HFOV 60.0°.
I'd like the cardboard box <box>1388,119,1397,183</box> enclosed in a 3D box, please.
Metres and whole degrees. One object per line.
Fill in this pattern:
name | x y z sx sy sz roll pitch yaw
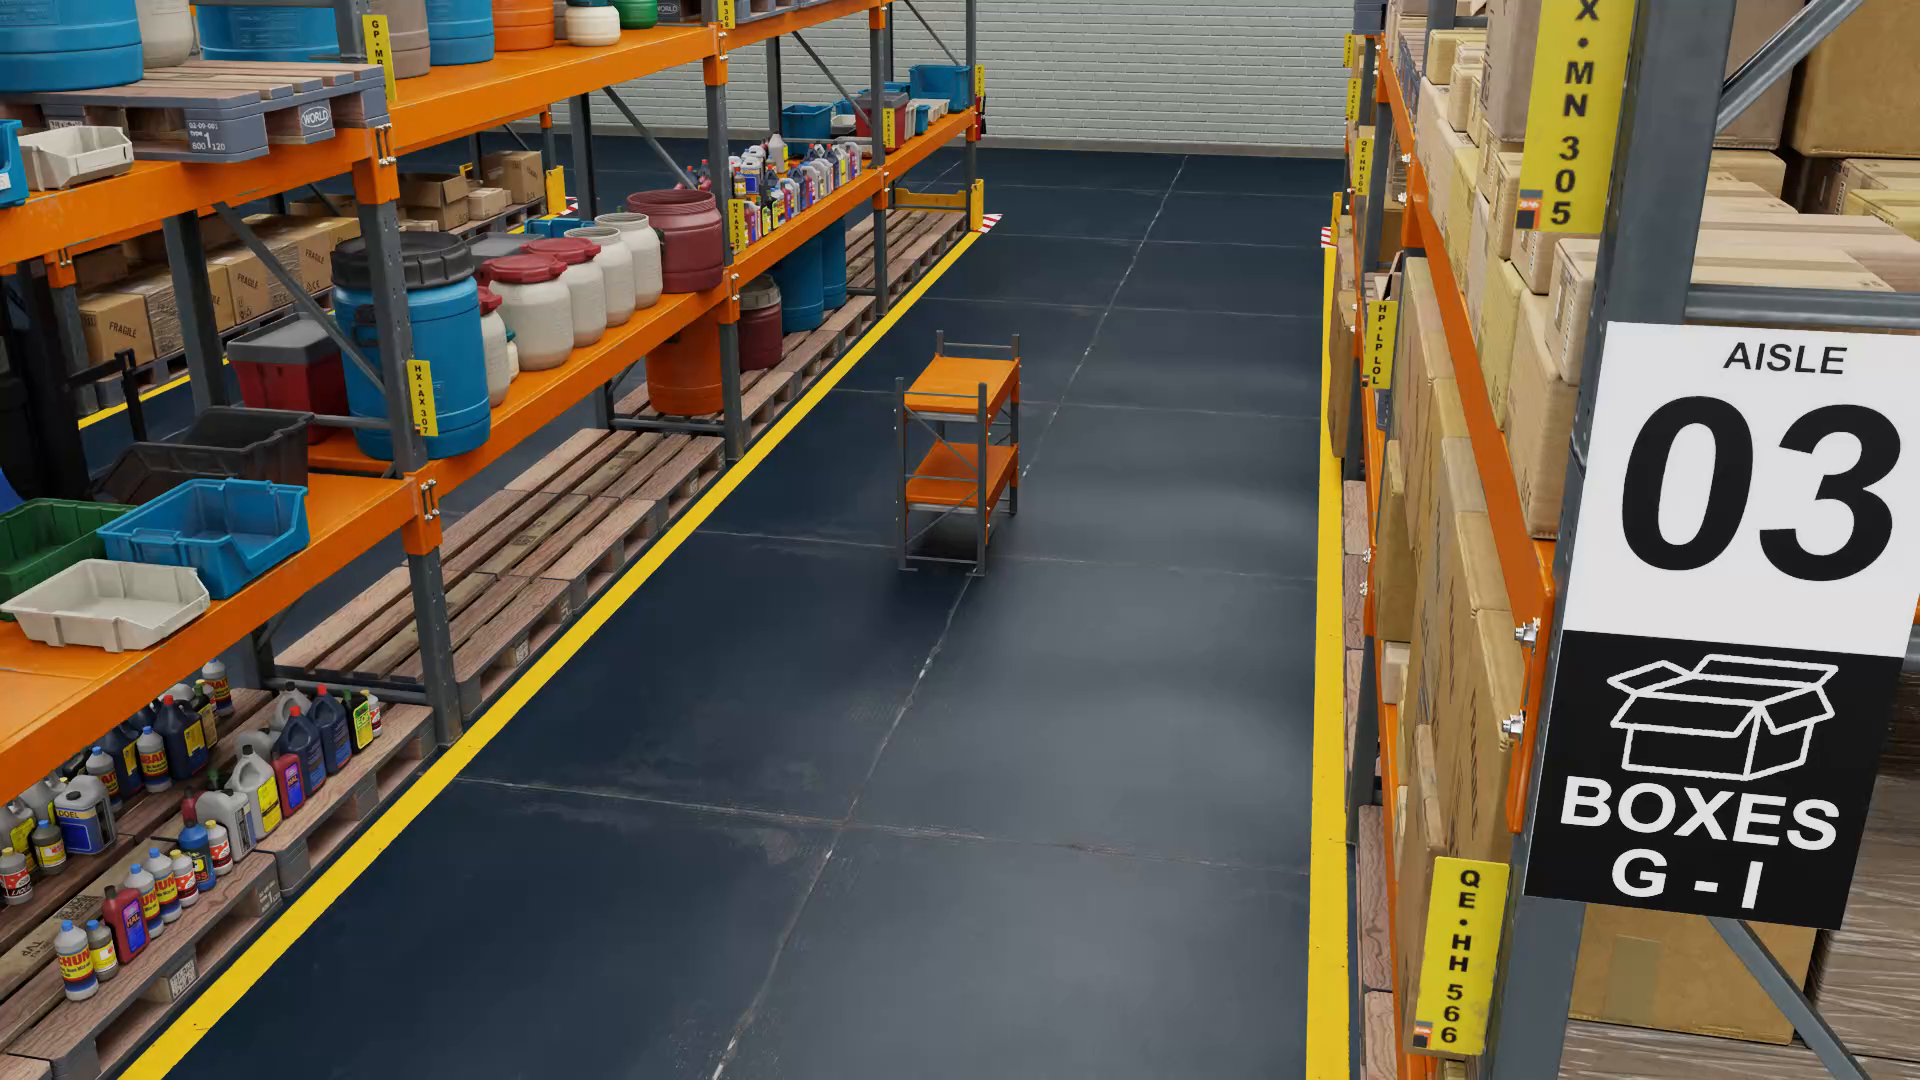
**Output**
cardboard box | 3.187 -2.610 10.842 0.797 0.503 0.637 5 22 12

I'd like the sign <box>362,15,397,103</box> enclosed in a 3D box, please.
sign | -2.242 -1.858 6.425 0.100 0.325 0.005 4 22 11

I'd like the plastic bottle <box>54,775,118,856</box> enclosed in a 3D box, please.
plastic bottle | -3.325 1.041 6.311 0.152 0.276 0.135 4 22 11

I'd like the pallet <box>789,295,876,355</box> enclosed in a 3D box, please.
pallet | -1.344 -1.862 14.194 1.003 0.211 1.213 4 22 11

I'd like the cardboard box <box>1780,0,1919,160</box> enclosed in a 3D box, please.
cardboard box | 1.821 -0.998 3.100 0.500 0.500 0.500 4 22 11

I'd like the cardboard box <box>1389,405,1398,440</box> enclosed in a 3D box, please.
cardboard box | 1.918 -0.156 5.693 0.875 0.500 0.500 4 22 11

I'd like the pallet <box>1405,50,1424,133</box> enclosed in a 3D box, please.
pallet | 2.301 -1.653 6.179 1.213 0.211 1.003 4 22 11

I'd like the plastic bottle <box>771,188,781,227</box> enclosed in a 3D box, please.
plastic bottle | -1.338 -2.388 11.940 0.097 0.271 0.097 0 22 0

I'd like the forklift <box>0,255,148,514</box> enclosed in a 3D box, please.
forklift | -4.899 -1.029 8.485 1.130 2.935 3.031 5 22 12

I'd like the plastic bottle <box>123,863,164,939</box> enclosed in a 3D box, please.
plastic bottle | -2.850 1.251 5.795 0.097 0.271 0.097 0 22 0

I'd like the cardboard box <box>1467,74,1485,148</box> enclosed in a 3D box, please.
cardboard box | 1.473 -1.063 4.129 0.380 0.149 0.250 4 22 10

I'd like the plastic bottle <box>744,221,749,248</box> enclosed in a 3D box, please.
plastic bottle | -1.487 -2.089 11.291 0.097 0.201 0.097 0 22 0

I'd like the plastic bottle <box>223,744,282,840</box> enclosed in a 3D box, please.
plastic bottle | -2.733 0.962 6.407 0.144 0.351 0.185 4 22 11

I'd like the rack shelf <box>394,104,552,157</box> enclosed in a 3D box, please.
rack shelf | -5.586 -4.211 17.257 1.077 0.370 4.000 4 22 11

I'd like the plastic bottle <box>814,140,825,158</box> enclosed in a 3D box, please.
plastic bottle | -1.154 -3.061 13.506 0.144 0.351 0.185 4 22 11

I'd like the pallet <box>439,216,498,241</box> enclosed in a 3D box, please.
pallet | -5.607 -3.218 17.562 1.003 0.211 1.213 4 22 11

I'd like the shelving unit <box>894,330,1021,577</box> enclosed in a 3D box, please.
shelving unit | 0.001 -0.524 9.650 0.538 1.125 1.048 4 22 11

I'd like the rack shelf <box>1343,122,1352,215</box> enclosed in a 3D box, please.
rack shelf | 4.111 -3.455 15.379 1.077 0.370 4.000 4 22 11

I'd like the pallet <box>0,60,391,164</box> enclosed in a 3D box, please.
pallet | -2.830 -1.541 5.902 1.213 0.211 1.003 4 22 11

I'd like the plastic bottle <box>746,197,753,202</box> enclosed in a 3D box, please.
plastic bottle | -1.472 -2.260 11.621 0.097 0.271 0.097 0 22 0

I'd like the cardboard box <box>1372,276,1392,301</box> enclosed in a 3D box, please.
cardboard box | 2.319 -1.124 8.267 0.500 0.250 0.500 4 22 9

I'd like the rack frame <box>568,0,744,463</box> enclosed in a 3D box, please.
rack frame | -1.962 -1.971 10.734 1.000 3.000 0.127 4 22 11

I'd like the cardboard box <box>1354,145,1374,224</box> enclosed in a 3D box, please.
cardboard box | 3.160 -2.587 12.128 0.500 0.500 0.500 4 22 10

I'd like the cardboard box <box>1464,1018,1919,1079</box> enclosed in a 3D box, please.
cardboard box | 1.393 0.948 2.951 0.875 0.500 0.500 4 22 11

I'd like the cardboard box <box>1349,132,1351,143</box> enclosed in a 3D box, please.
cardboard box | 3.759 -3.640 15.212 0.380 0.149 0.250 5 22 12

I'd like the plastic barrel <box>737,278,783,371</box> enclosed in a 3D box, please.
plastic barrel | -1.649 -1.641 12.579 0.600 0.588 0.708 4 22 11

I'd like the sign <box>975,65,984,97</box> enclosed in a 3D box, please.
sign | 0.212 -4.937 17.878 0.100 0.325 0.005 4 22 11

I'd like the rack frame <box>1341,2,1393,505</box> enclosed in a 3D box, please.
rack frame | 2.886 -1.594 9.796 1.000 3.000 0.127 4 22 11

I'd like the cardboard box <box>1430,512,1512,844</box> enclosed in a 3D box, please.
cardboard box | 1.221 0.280 3.272 0.500 0.500 0.500 4 22 11

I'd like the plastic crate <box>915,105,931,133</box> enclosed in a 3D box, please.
plastic crate | -0.498 -4.077 16.105 0.416 0.233 0.300 4 22 11

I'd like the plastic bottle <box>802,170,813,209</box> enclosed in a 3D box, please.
plastic bottle | -1.165 -2.671 12.627 0.061 0.283 0.133 4 22 11

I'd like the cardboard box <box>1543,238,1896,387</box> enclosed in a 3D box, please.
cardboard box | 1.005 -0.300 2.236 0.380 0.149 0.250 4 22 11

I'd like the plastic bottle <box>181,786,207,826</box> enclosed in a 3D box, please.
plastic bottle | -2.874 1.044 6.292 0.061 0.283 0.133 4 22 11

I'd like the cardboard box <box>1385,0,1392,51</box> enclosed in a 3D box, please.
cardboard box | 2.541 -2.763 8.885 0.500 0.250 0.500 5 22 12

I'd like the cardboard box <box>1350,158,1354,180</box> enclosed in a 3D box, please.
cardboard box | 3.444 -3.077 13.814 0.380 0.149 0.250 5 22 11

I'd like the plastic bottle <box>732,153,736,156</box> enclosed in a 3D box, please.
plastic bottle | -1.820 -2.954 13.329 0.061 0.283 0.133 4 22 11

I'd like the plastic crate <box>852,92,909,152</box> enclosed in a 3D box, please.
plastic crate | -0.718 -3.799 15.106 0.402 0.464 0.583 4 22 11

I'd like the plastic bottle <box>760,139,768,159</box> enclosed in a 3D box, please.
plastic bottle | -1.666 -3.230 14.014 0.061 0.283 0.133 4 22 11

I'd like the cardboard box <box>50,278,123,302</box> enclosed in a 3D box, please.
cardboard box | -6.850 -1.755 12.953 0.500 0.500 0.500 5 23 13

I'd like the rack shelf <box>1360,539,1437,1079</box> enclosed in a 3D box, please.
rack shelf | 1.662 0.934 4.482 1.077 0.370 4.000 4 22 11

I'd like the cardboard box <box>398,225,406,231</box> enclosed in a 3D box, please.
cardboard box | -5.697 -2.907 16.067 0.500 0.311 0.500 4 22 11

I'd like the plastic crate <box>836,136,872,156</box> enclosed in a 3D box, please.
plastic crate | -0.911 -3.499 14.799 0.396 0.136 0.243 4 22 11

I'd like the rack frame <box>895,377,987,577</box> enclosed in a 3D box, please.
rack frame | -0.102 -0.338 9.188 0.500 1.125 0.032 4 22 11

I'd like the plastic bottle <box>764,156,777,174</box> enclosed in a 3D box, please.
plastic bottle | -1.562 -3.065 13.716 0.097 0.201 0.097 0 22 0

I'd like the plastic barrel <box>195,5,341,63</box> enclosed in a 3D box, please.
plastic barrel | -2.887 -2.335 6.950 0.600 0.901 0.708 4 22 11

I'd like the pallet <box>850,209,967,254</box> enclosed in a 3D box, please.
pallet | -0.536 -3.305 17.778 1.003 0.211 1.213 4 22 11

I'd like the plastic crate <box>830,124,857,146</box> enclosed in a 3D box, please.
plastic crate | -1.181 -3.764 15.473 0.437 0.125 0.590 4 22 11

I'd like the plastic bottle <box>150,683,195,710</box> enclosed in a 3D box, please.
plastic bottle | -3.312 0.754 7.023 0.152 0.276 0.135 5 23 13

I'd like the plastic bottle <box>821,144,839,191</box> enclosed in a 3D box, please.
plastic bottle | -1.051 -2.983 13.311 0.144 0.351 0.185 4 22 11

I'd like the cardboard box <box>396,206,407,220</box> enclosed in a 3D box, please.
cardboard box | -6.003 -3.274 16.979 0.500 0.311 0.500 4 22 11

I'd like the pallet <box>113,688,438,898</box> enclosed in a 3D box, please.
pallet | -2.956 1.027 7.020 1.003 0.211 1.213 4 22 11

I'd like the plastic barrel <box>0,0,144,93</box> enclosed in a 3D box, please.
plastic barrel | -3.086 -1.971 5.485 0.600 0.901 0.708 4 22 11

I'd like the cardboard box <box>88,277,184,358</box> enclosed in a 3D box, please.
cardboard box | -6.337 -1.732 12.895 0.500 0.500 0.500 4 22 9

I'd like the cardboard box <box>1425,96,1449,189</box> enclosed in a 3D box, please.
cardboard box | 1.625 -1.114 4.790 0.500 0.250 0.500 4 22 10

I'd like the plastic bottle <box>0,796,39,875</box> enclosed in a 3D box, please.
plastic bottle | -3.513 1.072 6.133 0.144 0.351 0.185 5 23 13

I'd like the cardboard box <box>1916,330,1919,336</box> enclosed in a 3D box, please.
cardboard box | 1.605 -0.146 2.388 0.500 0.250 0.500 5 22 13

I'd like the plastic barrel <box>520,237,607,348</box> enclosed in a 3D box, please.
plastic barrel | -2.131 -1.331 8.962 0.433 0.535 0.433 0 22 0

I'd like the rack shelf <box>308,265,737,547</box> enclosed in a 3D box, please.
rack shelf | -2.370 -0.906 9.052 1.077 0.370 4.000 4 22 11

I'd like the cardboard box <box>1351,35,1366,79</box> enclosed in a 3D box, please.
cardboard box | 4.055 -4.598 16.054 0.500 0.500 0.500 4 22 10
